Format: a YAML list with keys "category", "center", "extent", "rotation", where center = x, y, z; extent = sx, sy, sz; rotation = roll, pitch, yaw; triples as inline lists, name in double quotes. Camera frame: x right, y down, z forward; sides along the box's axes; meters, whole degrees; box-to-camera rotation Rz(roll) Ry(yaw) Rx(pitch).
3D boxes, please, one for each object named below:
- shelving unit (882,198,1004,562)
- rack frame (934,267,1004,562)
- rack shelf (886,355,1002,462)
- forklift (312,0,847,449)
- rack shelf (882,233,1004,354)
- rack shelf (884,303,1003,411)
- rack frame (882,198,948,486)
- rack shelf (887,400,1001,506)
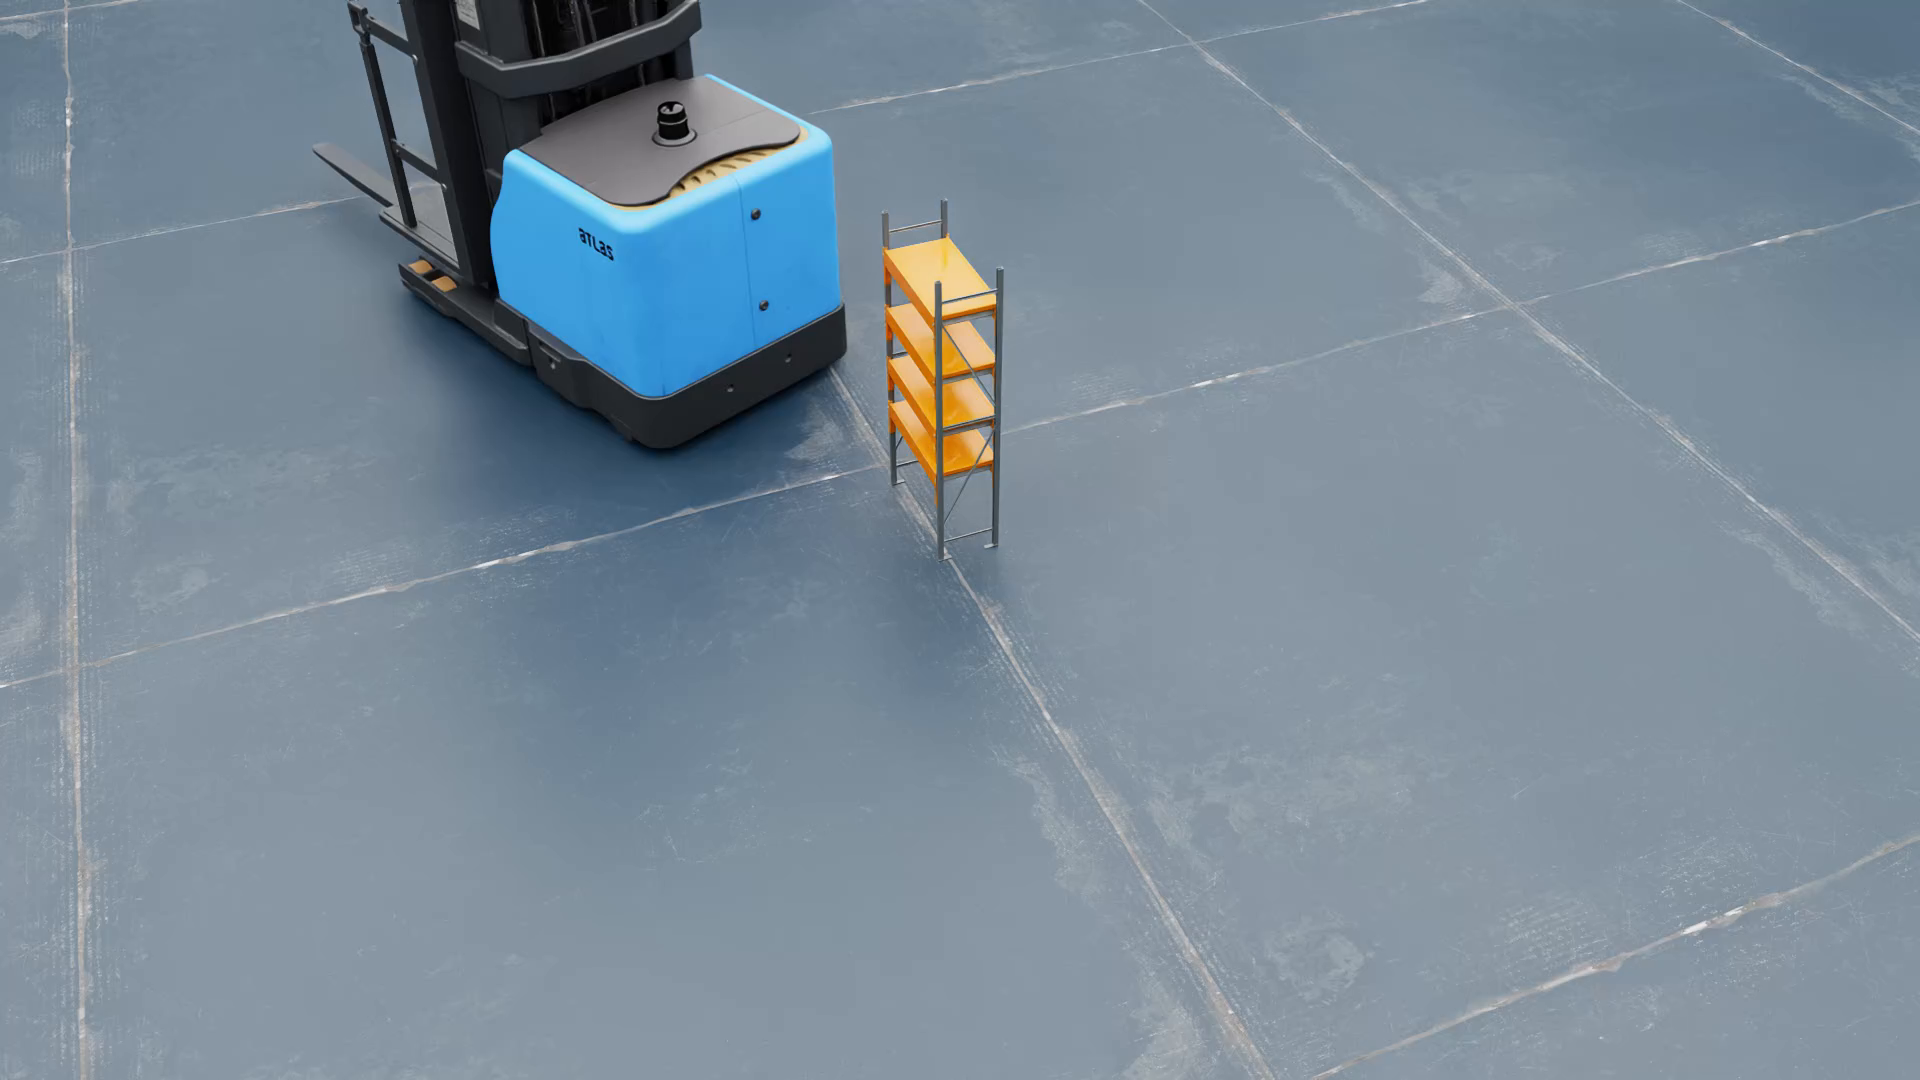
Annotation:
- category: "shelving unit"
  center: [-0.063, -0.555, 5.975]
  extent: [0.258, 1.200, 0.503]
  rotation: [-15, 43, -17]
- category: "rack frame"
  center: [0.030, -0.408, 5.804]
  extent: [0.240, 1.200, 0.015]
  rotation: [-15, 43, -17]
- category: "rack shelf"
  center: [-0.063, -0.504, 6.019]
  extent: [0.258, 0.148, 0.480]
  rotation: [-15, 43, -17]
- category: "forklift"
  center: [-1.876, -2.329, 6.710]
  extent: [1.130, 2.935, 3.031]
  rotation: [-33, 50, -32]
- category: "rack shelf"
  center: [-0.063, -0.853, 5.719]
  extent: [0.258, 0.148, 0.480]
  rotation: [-15, 43, -17]
- category: "rack shelf"
  center: [-0.063, -0.673, 5.873]
  extent: [0.258, 0.148, 0.480]
  rotation: [-15, 43, -17]
- category: "rack frame"
  center: [-0.157, -0.702, 6.146]
  extent: [0.240, 1.200, 0.015]
  rotation: [-15, 43, -17]
- category: "rack shelf"
  center: [-0.063, -0.353, 6.148]
  extent: [0.258, 0.148, 0.480]
  rotation: [-15, 43, -17]
